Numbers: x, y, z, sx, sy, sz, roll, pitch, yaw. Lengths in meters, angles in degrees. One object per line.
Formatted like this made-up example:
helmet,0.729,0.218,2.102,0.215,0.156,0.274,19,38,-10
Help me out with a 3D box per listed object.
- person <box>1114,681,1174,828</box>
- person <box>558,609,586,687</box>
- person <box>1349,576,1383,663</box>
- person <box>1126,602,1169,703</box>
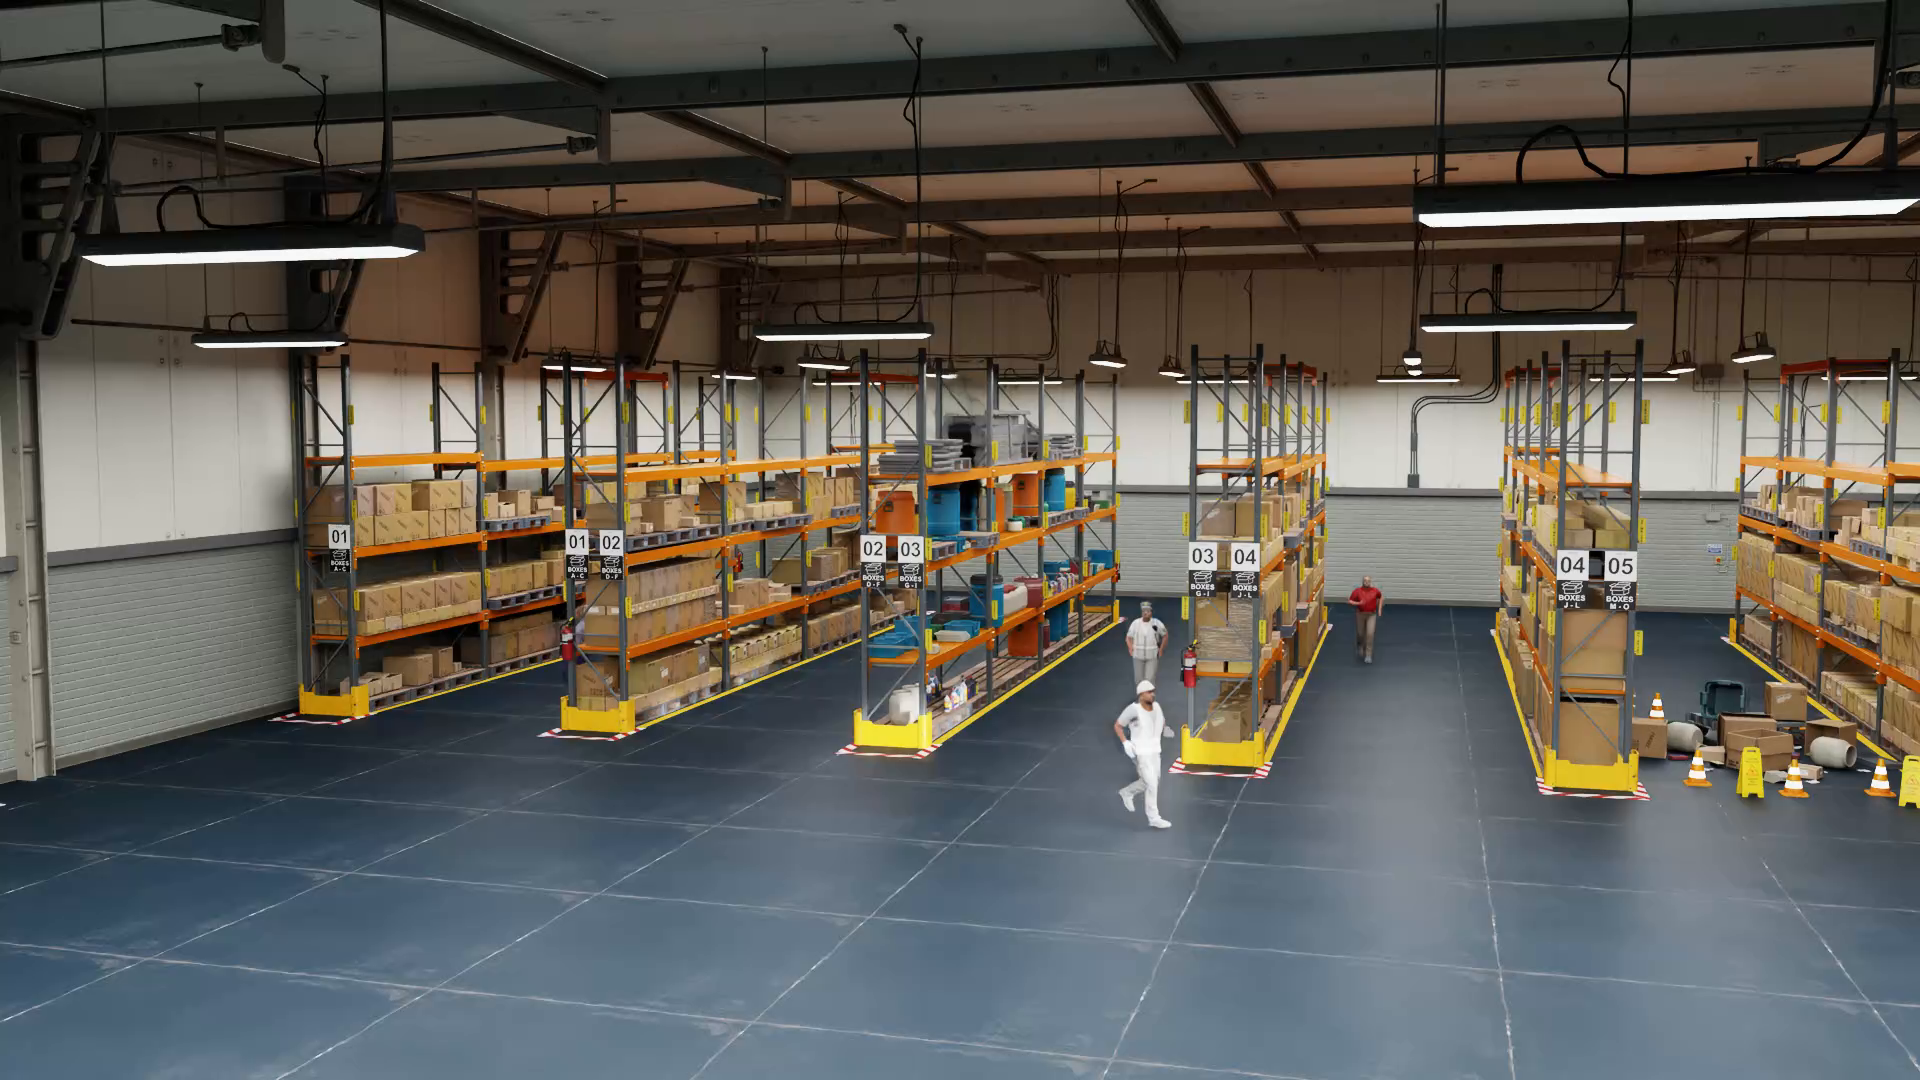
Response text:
person,2.236,2.590,20.310,0.689,1.762,0.877,-4,6,-40
person,-6.798,2.008,29.317,0.605,1.593,0.539,1,4,14
person,8.259,1.581,33.864,0.683,1.722,0.931,1,4,11
person,2.968,1.866,26.453,0.673,1.783,0.719,1,4,13
